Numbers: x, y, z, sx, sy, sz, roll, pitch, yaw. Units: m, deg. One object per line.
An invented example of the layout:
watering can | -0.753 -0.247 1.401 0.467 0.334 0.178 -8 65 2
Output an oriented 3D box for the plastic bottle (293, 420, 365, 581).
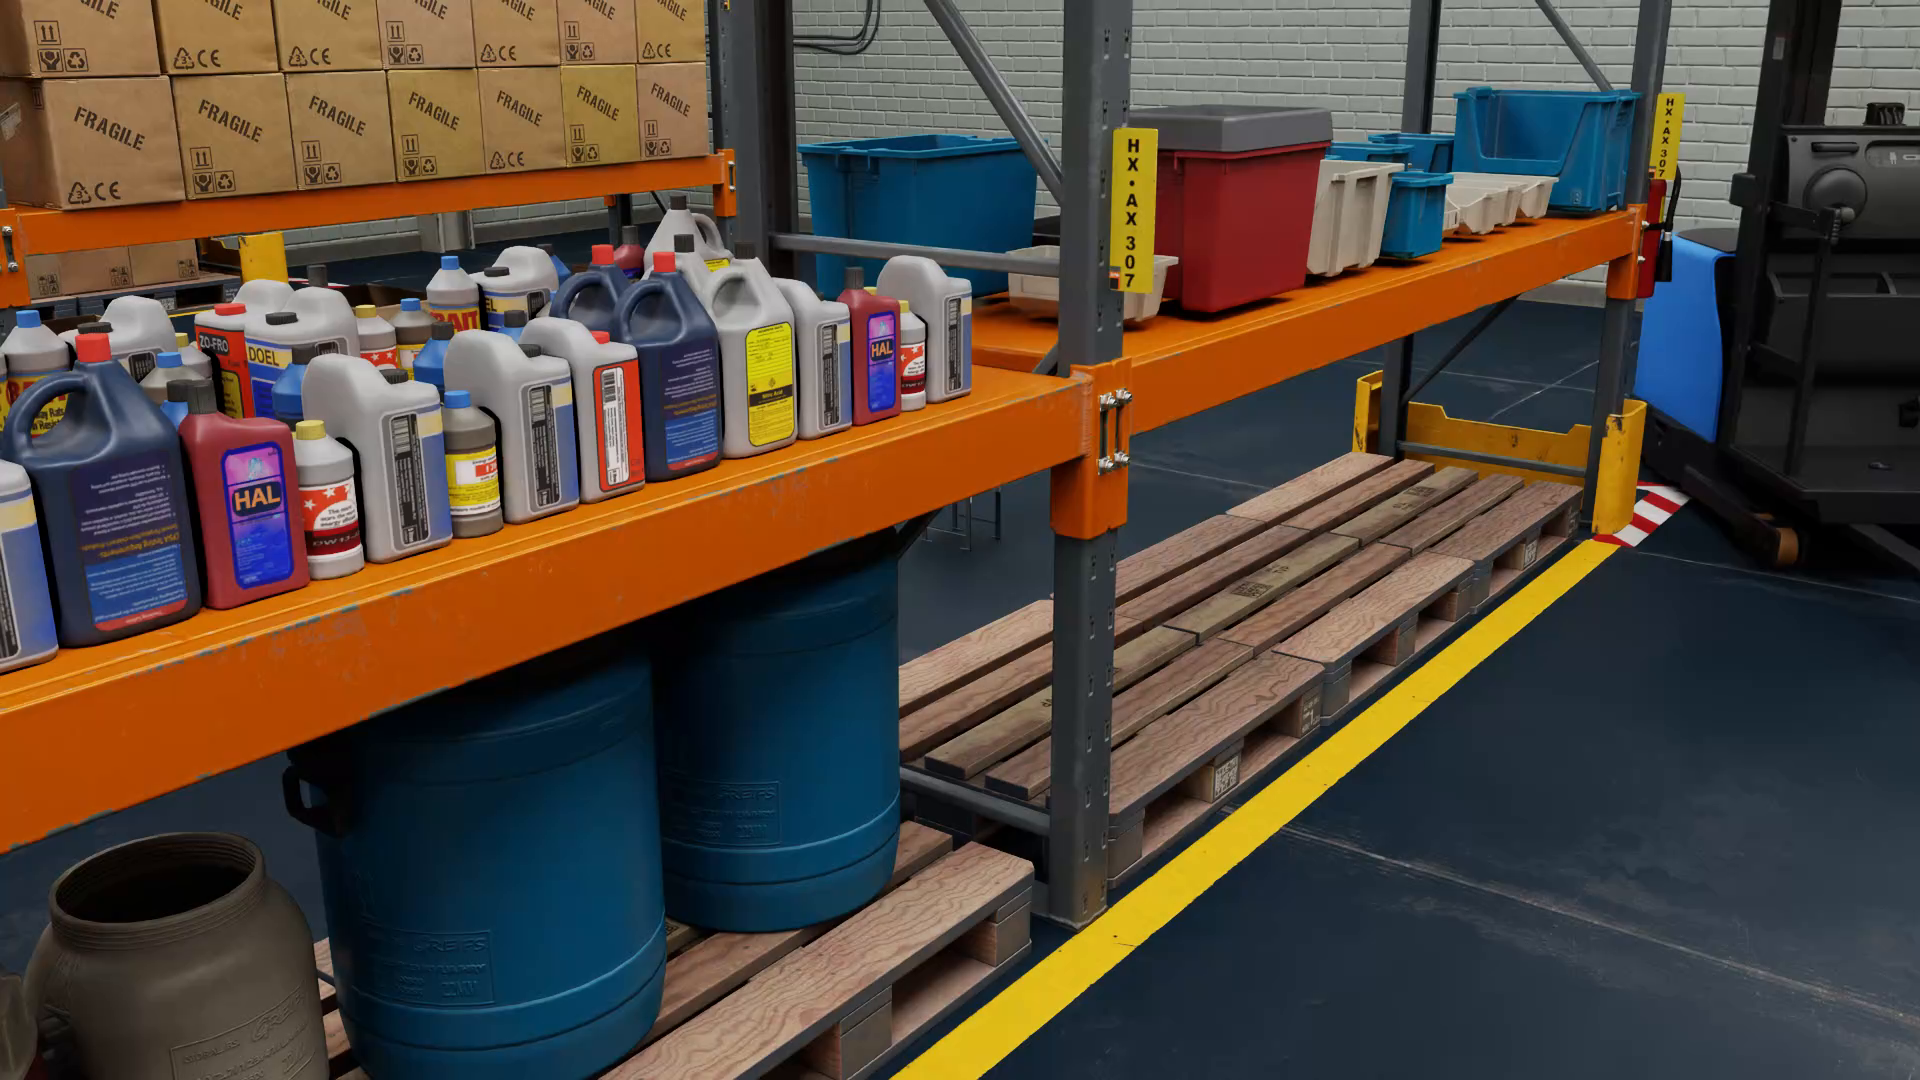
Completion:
plastic bottle | -0.850 -0.057 2.203 0.097 0.201 0.097 0 17 0

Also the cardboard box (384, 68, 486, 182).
cardboard box | -2.640 -1.989 7.923 0.500 0.500 0.500 12 21 34

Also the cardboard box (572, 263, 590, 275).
cardboard box | -1.810 -1.302 9.350 0.500 0.500 0.500 12 21 35

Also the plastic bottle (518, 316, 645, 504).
plastic bottle | -0.585 -0.212 2.578 0.152 0.276 0.135 12 21 35

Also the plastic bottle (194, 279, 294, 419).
plastic bottle | -1.225 -0.307 2.883 0.152 0.276 0.135 12 21 35

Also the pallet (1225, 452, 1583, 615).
pallet | 1.770 -0.061 6.584 1.003 0.211 1.213 12 21 35

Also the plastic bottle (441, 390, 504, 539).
plastic bottle | -0.712 -0.112 2.381 0.097 0.201 0.097 0 17 0

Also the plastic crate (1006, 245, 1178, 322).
plastic crate | 0.301 -0.618 4.019 0.396 0.136 0.243 12 21 35

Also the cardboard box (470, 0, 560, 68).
cardboard box | -2.334 -2.584 8.153 0.500 0.500 0.500 13 22 36

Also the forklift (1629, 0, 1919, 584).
forklift | 3.661 -1.373 6.223 1.130 2.935 3.031 1 17 2

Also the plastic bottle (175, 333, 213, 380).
plastic bottle | -1.316 -0.248 2.821 0.097 0.201 0.097 0 17 0

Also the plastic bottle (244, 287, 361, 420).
plastic bottle | -1.103 -0.280 2.796 0.152 0.276 0.135 12 21 35

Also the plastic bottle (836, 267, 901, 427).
plastic bottle | -0.168 -0.360 3.040 0.061 0.283 0.133 12 21 35

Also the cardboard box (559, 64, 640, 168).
cardboard box | -2.038 -2.227 8.689 0.500 0.500 0.500 13 21 35

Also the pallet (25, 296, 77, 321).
pallet | -6.805 -1.507 11.242 1.003 0.211 1.213 12 21 35

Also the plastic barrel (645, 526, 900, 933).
plastic barrel | -0.429 0.299 3.554 0.600 0.901 0.708 12 21 35

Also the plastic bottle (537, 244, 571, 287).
plastic bottle | -0.844 -0.470 3.418 0.097 0.271 0.097 0 17 0

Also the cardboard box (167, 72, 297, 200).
cardboard box | -3.242 -1.749 7.150 0.500 0.500 0.500 13 21 36

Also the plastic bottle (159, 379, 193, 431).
plastic bottle | -0.978 -0.069 2.125 0.097 0.271 0.097 0 17 0

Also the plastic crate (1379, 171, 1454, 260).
plastic crate | 1.274 -0.996 5.076 0.416 0.233 0.300 12 21 35

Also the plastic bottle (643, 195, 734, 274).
plastic bottle | -0.585 -0.570 3.604 0.144 0.351 0.185 12 21 35

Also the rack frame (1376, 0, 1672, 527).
rack frame | 2.292 -1.582 6.781 1.000 3.000 0.127 12 21 35

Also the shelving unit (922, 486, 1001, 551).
shelving unit | 0.005 -0.432 6.617 0.258 0.900 0.210 12 21 35

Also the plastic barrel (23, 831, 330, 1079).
plastic barrel | -1.259 0.772 2.687 0.421 0.512 0.421 0 17 0

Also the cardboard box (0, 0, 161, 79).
cardboard box | -3.560 -2.093 6.572 0.500 0.500 0.500 13 22 36

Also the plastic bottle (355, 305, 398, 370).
plastic bottle | -1.098 -0.335 3.101 0.097 0.201 0.097 0 17 0

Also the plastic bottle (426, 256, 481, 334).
plastic bottle | -0.982 -0.415 3.240 0.097 0.271 0.097 0 17 0

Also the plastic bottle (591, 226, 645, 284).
plastic bottle | -0.732 -0.530 3.589 0.061 0.283 0.133 12 21 35

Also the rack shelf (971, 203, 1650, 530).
rack shelf | 1.100 -0.762 5.353 1.077 0.370 4.000 12 21 35

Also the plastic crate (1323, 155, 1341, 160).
plastic crate | 1.096 -1.217 5.785 0.416 0.233 0.300 12 21 35

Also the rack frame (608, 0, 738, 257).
rack frame | -1.684 -2.458 9.602 1.000 3.000 0.127 12 21 35

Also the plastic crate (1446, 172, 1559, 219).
plastic crate | 1.952 -1.259 6.082 0.396 0.136 0.243 12 21 35

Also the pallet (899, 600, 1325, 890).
pallet | 0.316 0.520 4.712 1.003 0.211 1.213 12 21 35

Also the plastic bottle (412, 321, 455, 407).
plastic bottle | -0.776 -0.195 2.532 0.097 0.271 0.097 0 17 0

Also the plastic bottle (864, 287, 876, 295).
plastic bottle | -0.178 -0.401 3.313 0.097 0.201 0.097 0 17 0

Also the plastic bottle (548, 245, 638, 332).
plastic bottle | -0.602 -0.311 2.769 0.144 0.351 0.185 12 21 35

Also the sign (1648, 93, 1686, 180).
sign | 2.744 -1.567 6.456 0.100 0.325 0.005 12 21 35

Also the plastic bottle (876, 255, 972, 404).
plastic bottle | -0.066 -0.419 3.245 0.152 0.276 0.135 12 21 35

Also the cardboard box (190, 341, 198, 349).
cardboard box | -3.509 -0.796 8.041 0.500 0.311 0.500 12 21 35

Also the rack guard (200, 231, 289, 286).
rack guard | -5.650 -2.145 12.807 1.175 0.500 0.348 12 21 35

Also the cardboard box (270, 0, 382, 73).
cardboard box | -2.947 -2.339 7.362 0.500 0.500 0.500 12 21 33

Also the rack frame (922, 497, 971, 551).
rack frame | -0.056 -0.407 6.539 0.240 0.900 0.006 12 21 35

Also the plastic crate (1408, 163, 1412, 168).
plastic crate | 1.623 -1.422 6.610 0.250 0.136 0.298 12 21 35

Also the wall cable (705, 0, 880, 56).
wall cable | -2.007 -5.999 16.124 3.097 2.526 0.112 12 21 35

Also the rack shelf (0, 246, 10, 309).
rack shelf | -5.259 -0.686 5.107 1.077 0.370 4.000 12 21 35

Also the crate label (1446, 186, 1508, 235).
crate label | 1.621 -1.122 5.641 0.396 0.136 0.243 12 21 35

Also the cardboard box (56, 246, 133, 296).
cardboard box | -6.299 -2.036 11.749 0.700 0.500 0.500 12 21 35

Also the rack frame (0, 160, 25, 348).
rack frame | -4.067 -1.506 6.534 1.000 3.000 0.127 12 21 35

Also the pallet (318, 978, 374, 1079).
pallet | -1.311 1.171 2.619 1.003 0.211 1.213 12 21 35

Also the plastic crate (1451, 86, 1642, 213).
plastic crate | 2.243 -1.515 6.403 0.616 0.435 0.499 12 21 35

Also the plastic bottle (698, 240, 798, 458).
plastic bottle | -0.376 -0.329 2.829 0.144 0.351 0.185 12 21 35

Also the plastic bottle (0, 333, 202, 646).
plastic bottle | -1.032 -0.067 1.984 0.144 0.351 0.185 12 21 35

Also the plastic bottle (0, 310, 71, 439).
plastic bottle | -1.454 -0.226 2.632 0.097 0.271 0.097 0 17 0

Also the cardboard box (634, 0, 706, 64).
cardboard box | -1.728 -2.829 8.941 0.500 0.500 0.500 12 21 34

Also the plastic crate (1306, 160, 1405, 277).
plastic crate | 0.967 -0.933 4.788 0.437 0.282 0.530 12 21 35
